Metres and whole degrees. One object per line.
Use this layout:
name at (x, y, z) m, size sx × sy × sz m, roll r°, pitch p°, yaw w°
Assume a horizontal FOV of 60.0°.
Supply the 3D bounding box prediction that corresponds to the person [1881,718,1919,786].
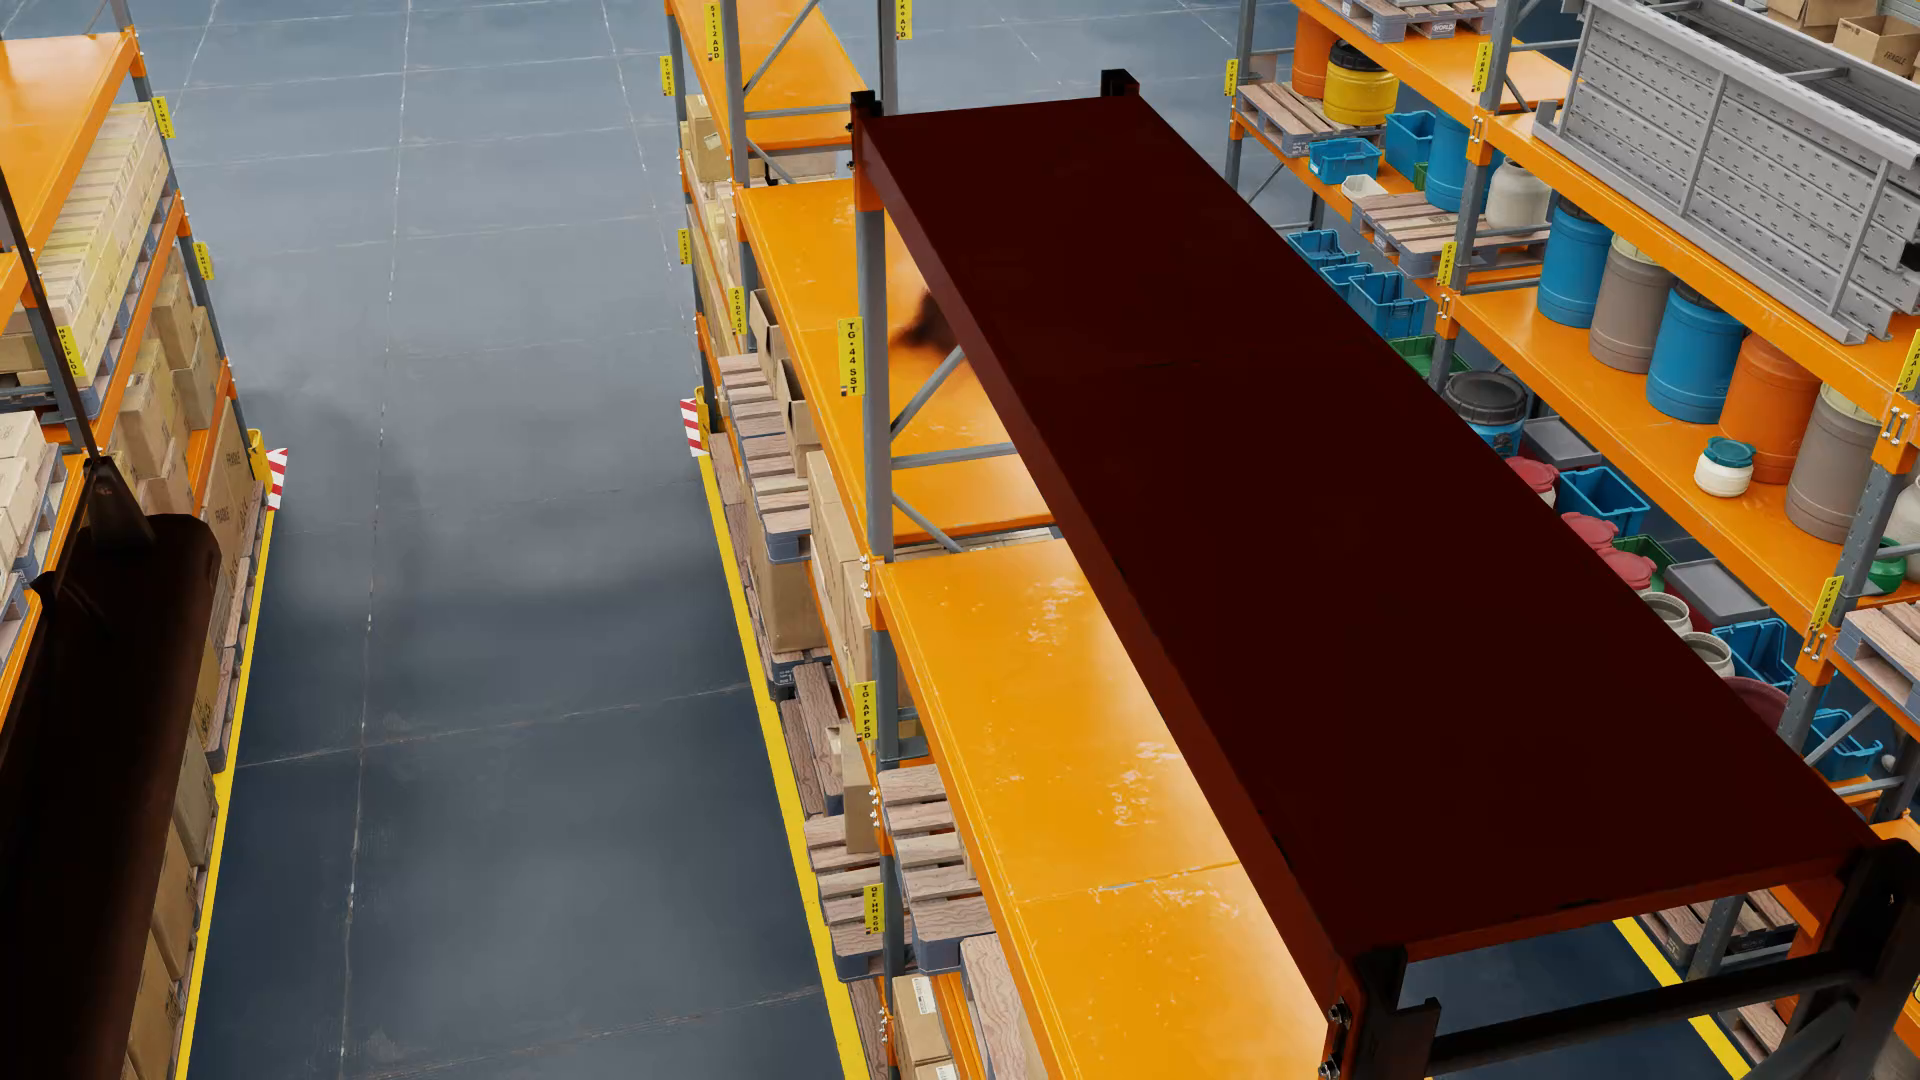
person at (6.591, 0.880, 11.279) m, size 0.657 × 1.729 × 0.575 m, roll -12°, pitch 36°, yaw -17°
